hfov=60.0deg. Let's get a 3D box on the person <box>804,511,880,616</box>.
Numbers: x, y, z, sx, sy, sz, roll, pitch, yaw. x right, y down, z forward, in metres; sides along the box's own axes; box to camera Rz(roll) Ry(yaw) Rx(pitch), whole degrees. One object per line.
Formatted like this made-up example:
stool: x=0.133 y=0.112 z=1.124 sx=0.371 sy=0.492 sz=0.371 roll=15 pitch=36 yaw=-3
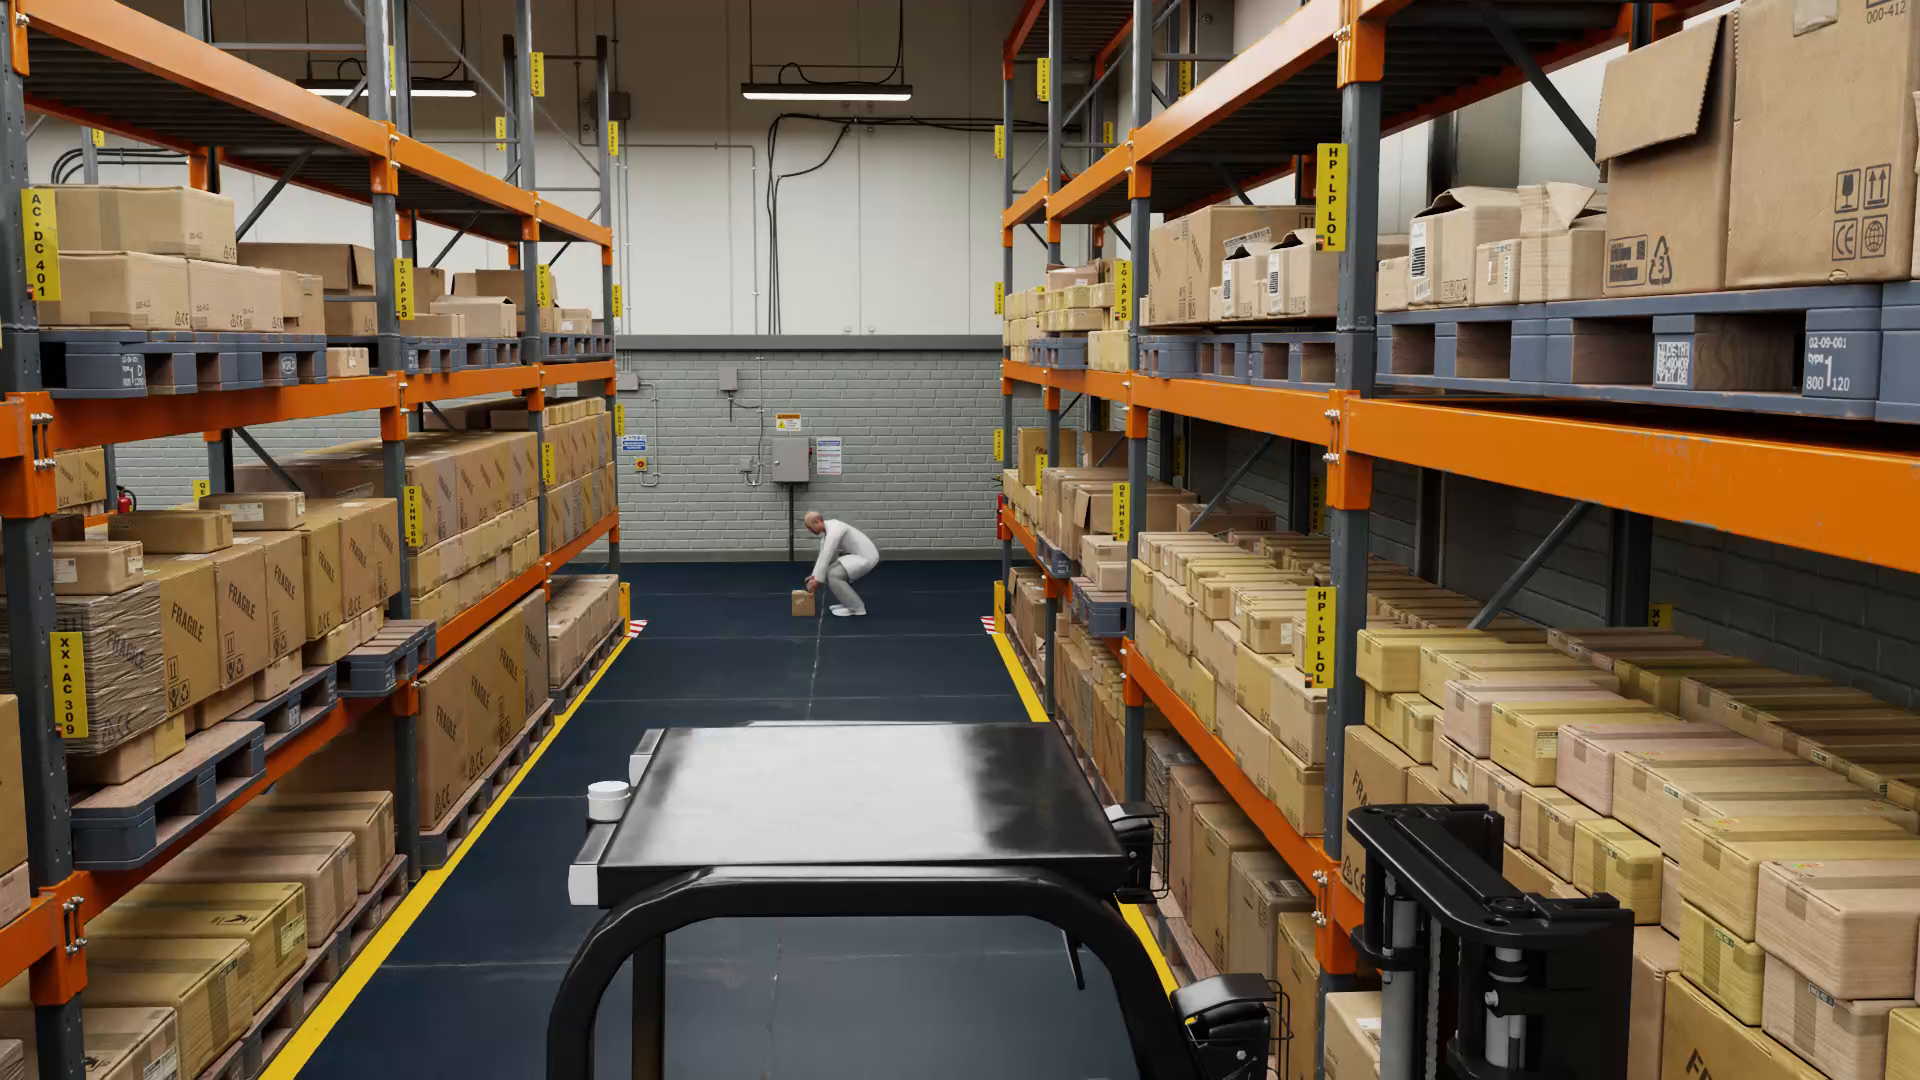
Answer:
person: x=-1.306 y=0.258 z=18.356 sx=0.842 sy=1.137 sz=0.620 roll=0 pitch=7 yaw=-4
